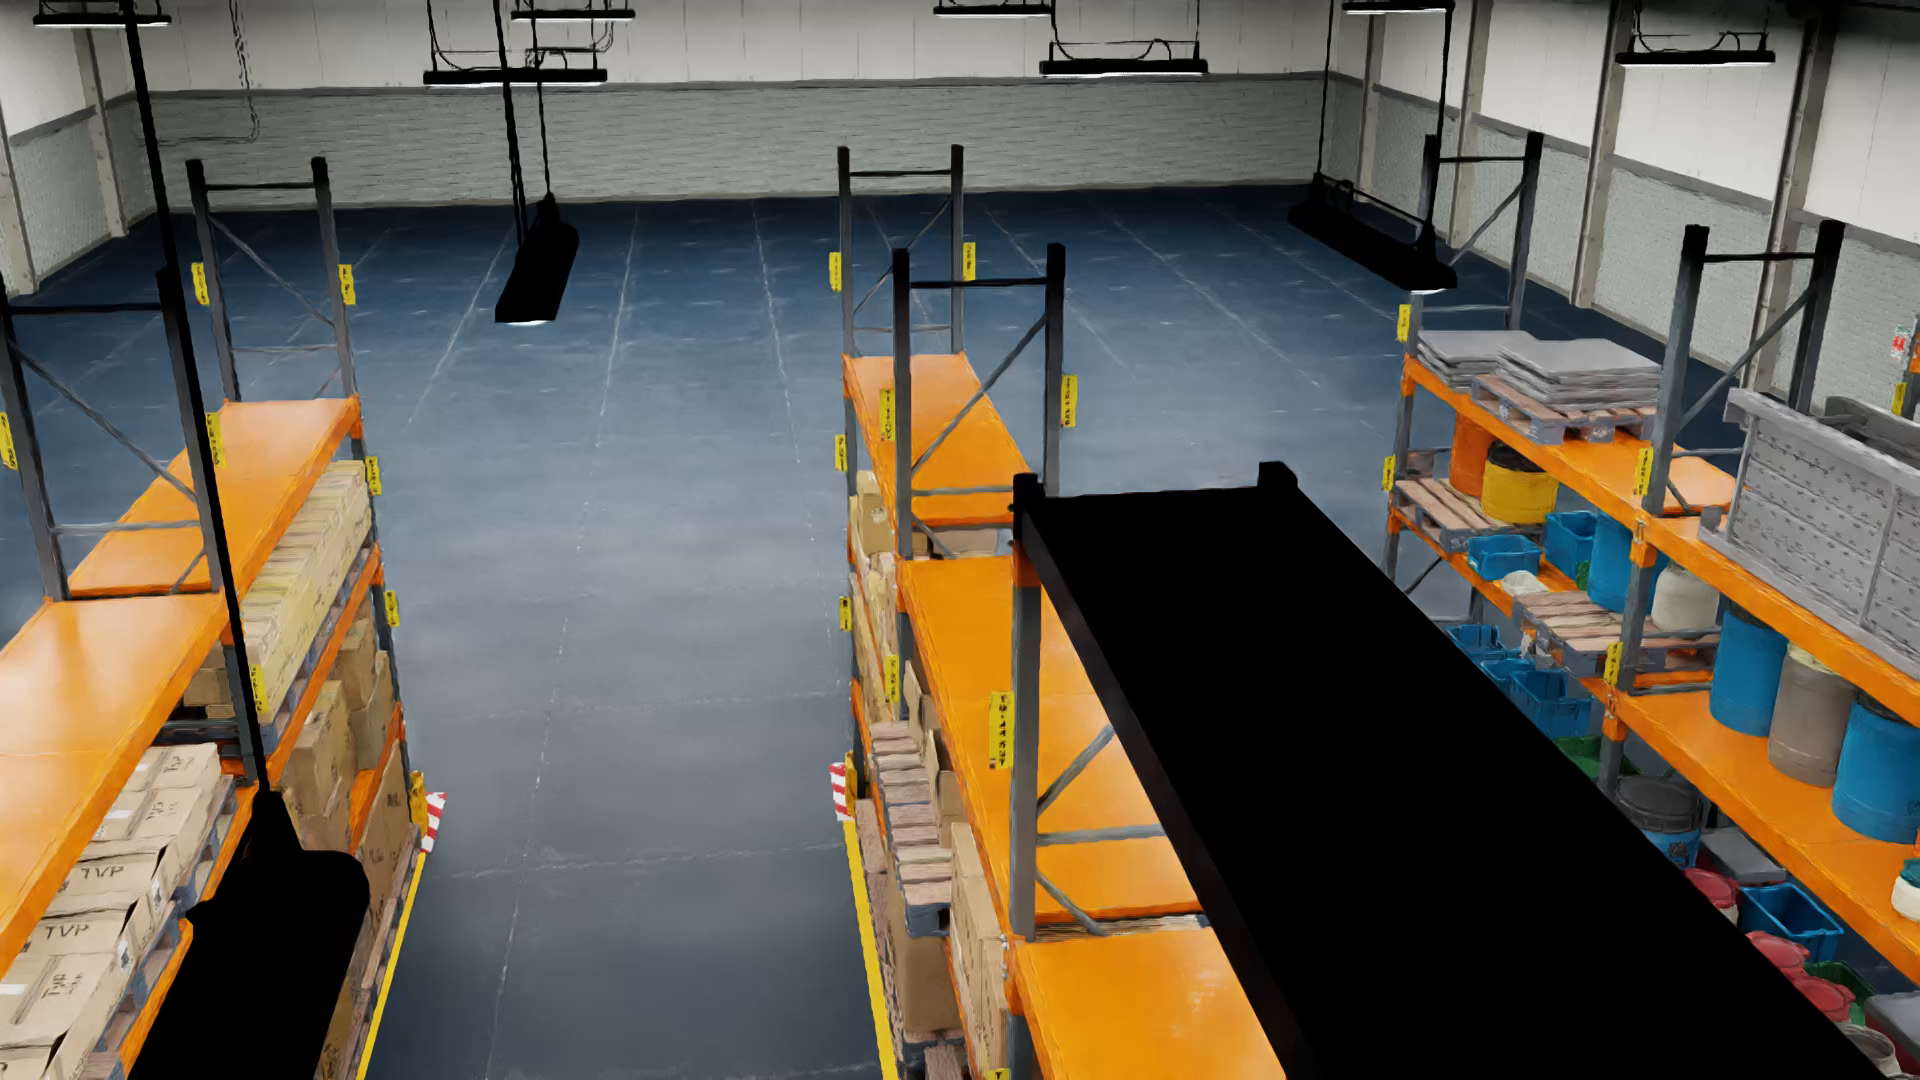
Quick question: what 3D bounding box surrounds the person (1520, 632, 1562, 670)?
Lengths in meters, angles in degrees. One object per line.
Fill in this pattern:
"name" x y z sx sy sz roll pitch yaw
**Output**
"person" 5.883 1.152 16.543 0.623 1.629 0.507 -3 22 -9
